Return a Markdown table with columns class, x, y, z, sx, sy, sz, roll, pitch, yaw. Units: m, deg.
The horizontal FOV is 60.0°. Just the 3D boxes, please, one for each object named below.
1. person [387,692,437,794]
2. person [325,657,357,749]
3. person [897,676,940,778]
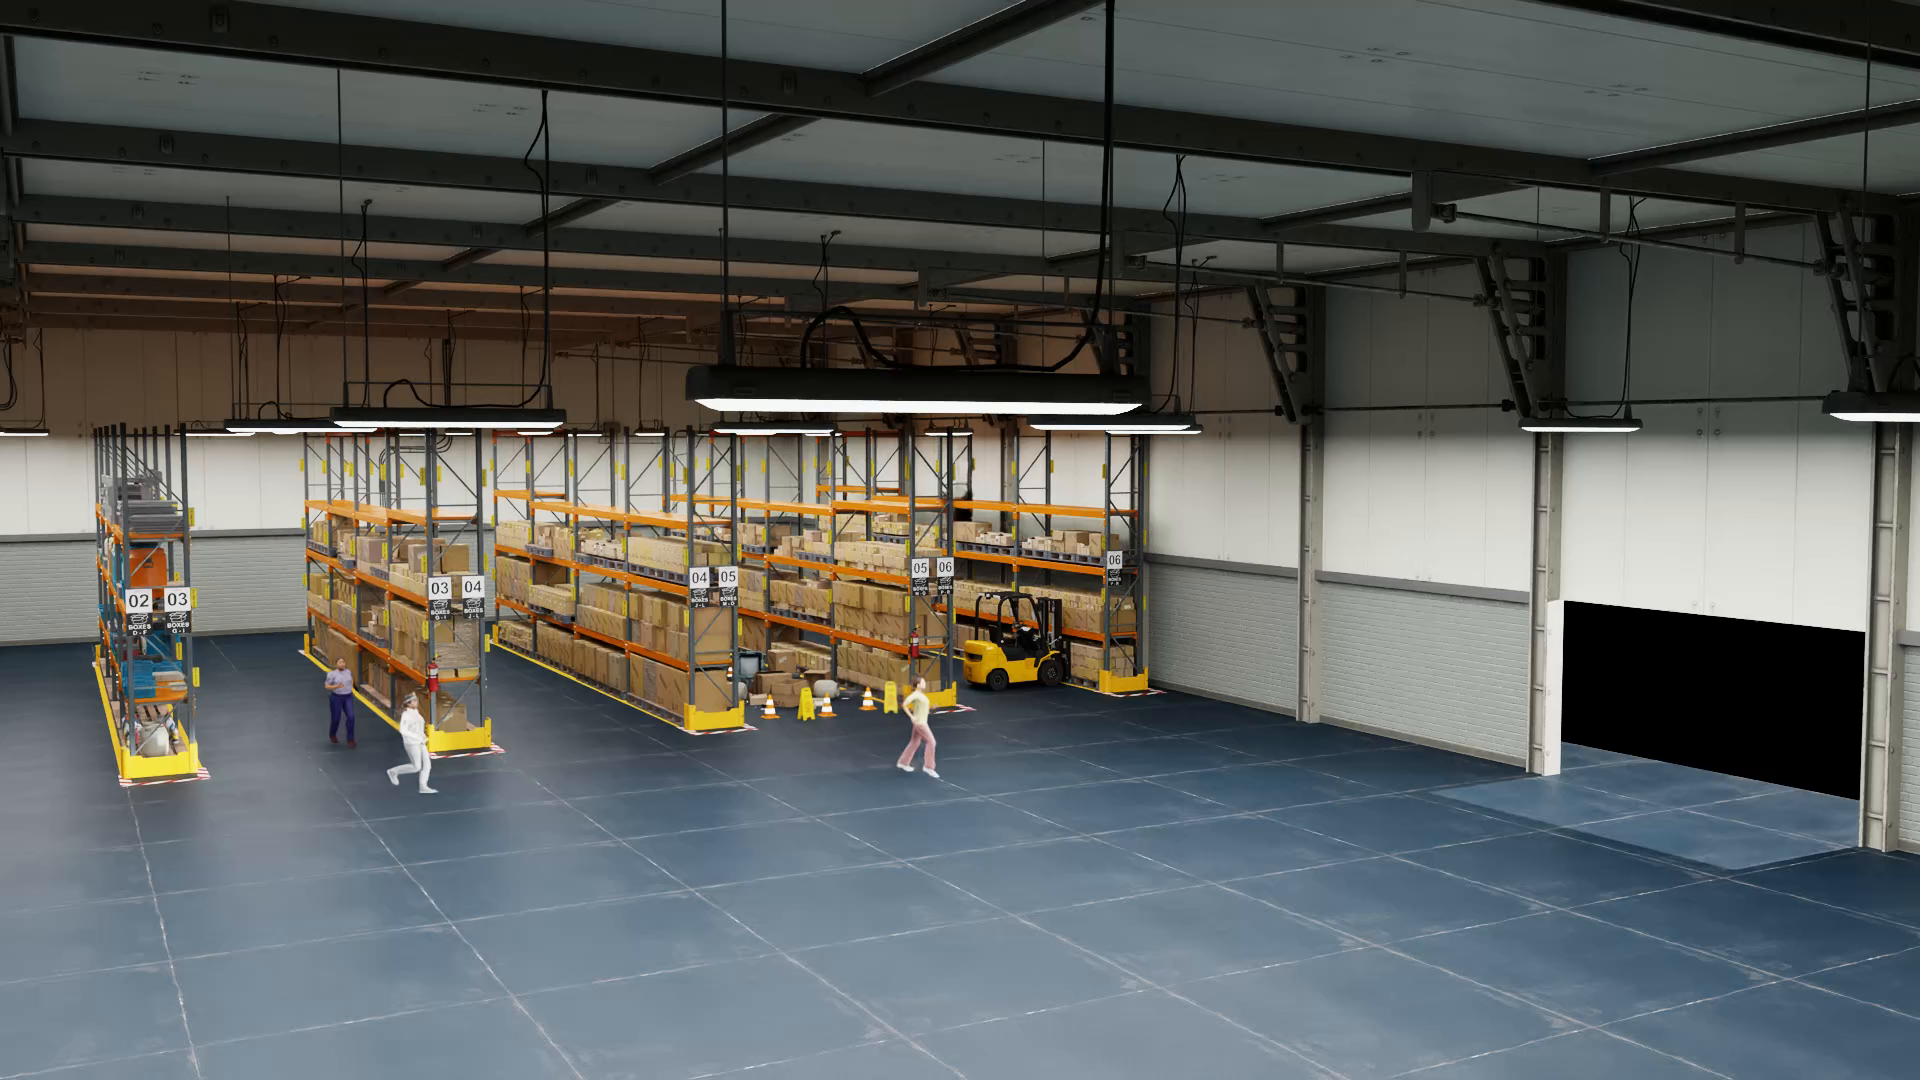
| class | x | y | z | sx | sy | sz | roll | pitch | yaw |
| --- | --- | --- | --- | --- | --- | --- | --- | --- | --- |
| person | -8.837 | 3.276 | 26.861 | 0.773 | 1.652 | 0.633 | 0 | 3 | 2 |
| person | -11.505 | 3.003 | 30.926 | 0.597 | 1.667 | 0.854 | -3 | 4 | -39 |
| person | -0.717 | 3.169 | 28.279 | 0.754 | 1.725 | 0.549 | 0 | 3 | 5 |
